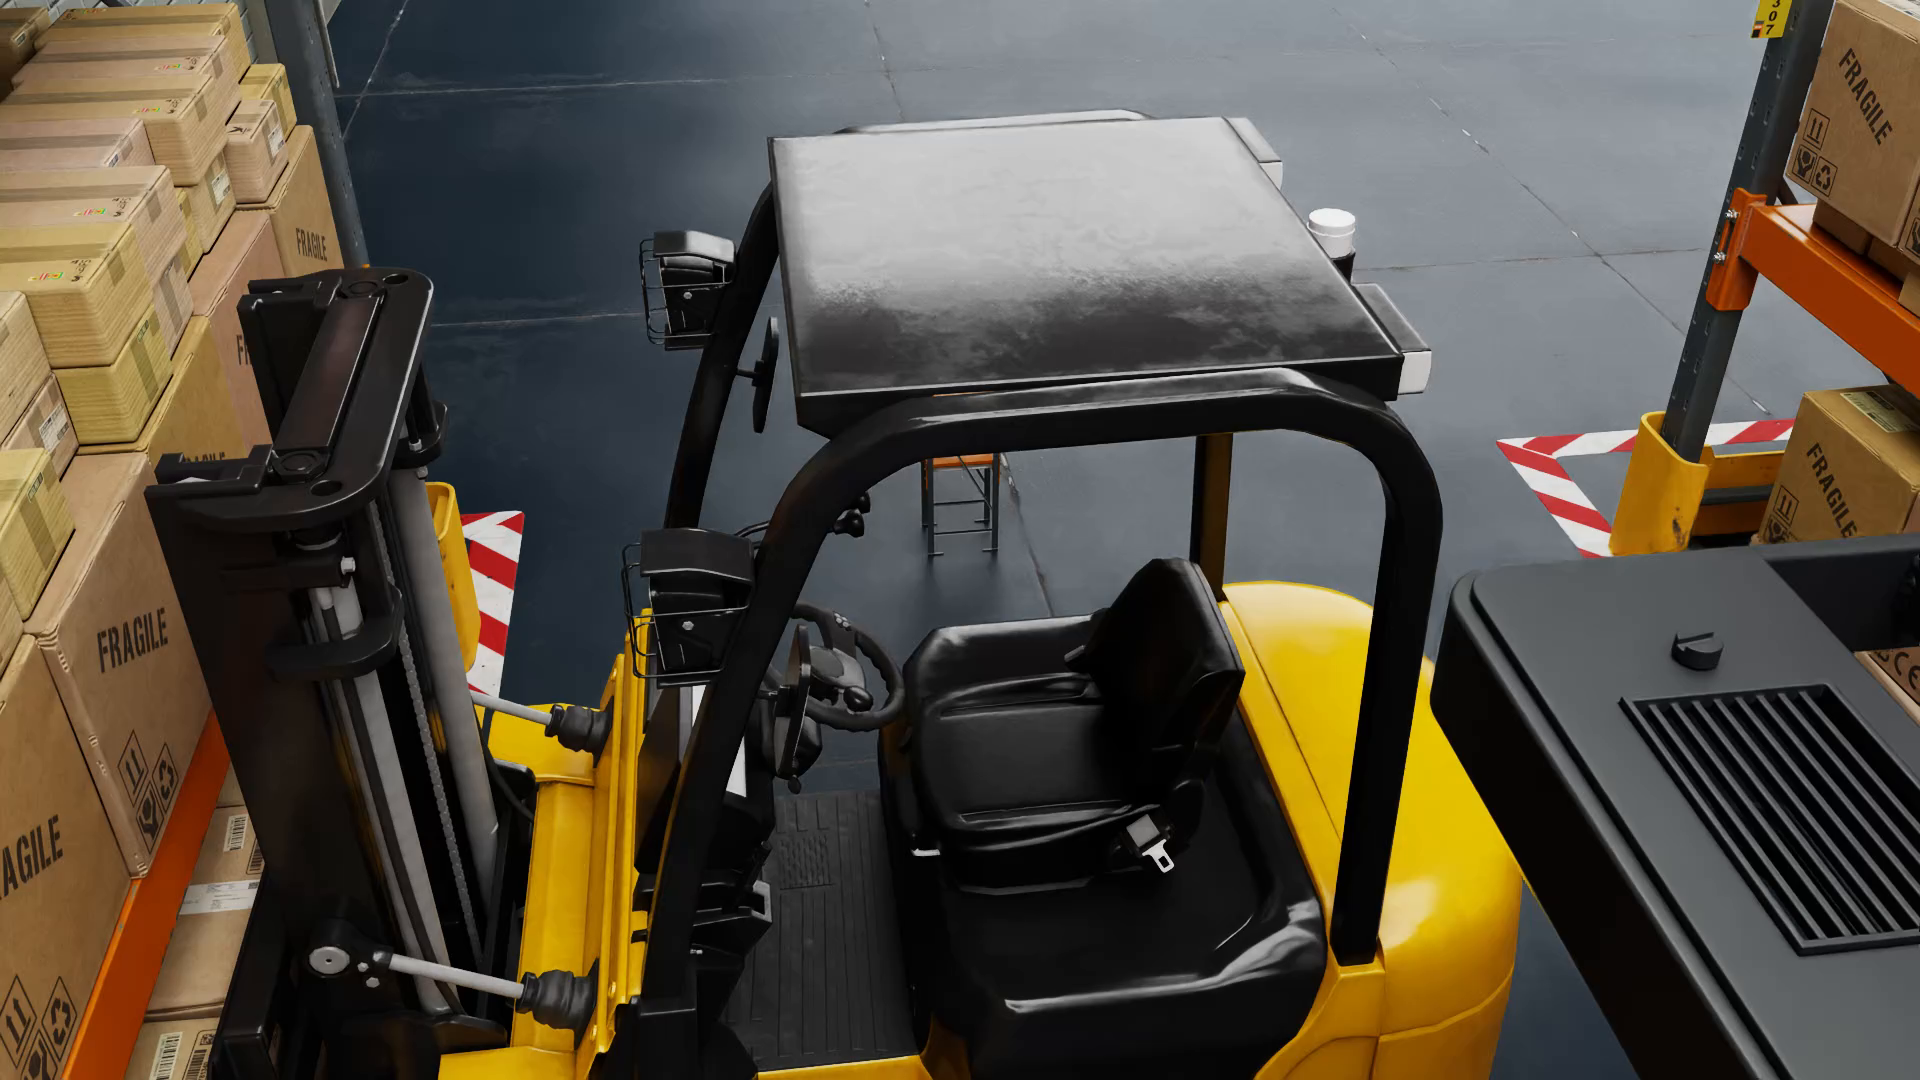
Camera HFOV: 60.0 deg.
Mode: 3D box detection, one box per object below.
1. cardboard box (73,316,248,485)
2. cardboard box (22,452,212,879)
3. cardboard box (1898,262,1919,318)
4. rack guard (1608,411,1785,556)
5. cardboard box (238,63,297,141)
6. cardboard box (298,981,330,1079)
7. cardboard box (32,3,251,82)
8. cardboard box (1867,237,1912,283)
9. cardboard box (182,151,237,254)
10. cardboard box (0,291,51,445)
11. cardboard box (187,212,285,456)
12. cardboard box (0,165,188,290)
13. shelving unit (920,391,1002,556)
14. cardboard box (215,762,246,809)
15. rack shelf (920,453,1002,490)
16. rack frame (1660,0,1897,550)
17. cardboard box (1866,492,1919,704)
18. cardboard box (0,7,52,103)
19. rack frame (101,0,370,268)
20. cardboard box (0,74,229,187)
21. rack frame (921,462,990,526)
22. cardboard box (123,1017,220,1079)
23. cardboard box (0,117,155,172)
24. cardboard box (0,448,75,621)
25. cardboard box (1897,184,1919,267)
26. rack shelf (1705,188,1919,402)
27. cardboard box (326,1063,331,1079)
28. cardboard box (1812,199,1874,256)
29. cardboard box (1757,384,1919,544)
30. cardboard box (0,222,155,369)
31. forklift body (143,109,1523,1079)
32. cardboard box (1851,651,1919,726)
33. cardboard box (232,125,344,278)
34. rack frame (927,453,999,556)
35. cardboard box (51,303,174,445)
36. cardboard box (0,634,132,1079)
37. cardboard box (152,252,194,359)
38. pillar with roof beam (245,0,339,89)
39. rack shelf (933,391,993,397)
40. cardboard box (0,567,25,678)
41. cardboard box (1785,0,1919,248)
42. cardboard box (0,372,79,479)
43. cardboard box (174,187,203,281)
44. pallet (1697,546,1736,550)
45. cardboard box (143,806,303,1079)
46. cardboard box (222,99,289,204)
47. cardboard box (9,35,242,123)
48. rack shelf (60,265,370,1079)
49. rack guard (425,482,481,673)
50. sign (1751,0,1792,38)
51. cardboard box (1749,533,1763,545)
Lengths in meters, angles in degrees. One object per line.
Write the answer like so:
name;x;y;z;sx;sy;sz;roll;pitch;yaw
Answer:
cardboard box;-1.650;-0.066;3.095;0.500;0.500;0.500;-5;35;-7
cardboard box;-1.571;0.213;2.685;0.500;0.500;0.500;-4;34;-6
cardboard box;2.656;-0.631;4.235;0.380;0.149;0.250;-5;35;-8
rack guard;2.822;-0.159;5.539;1.175;0.500;0.348;-4;35;-6
cardboard box;-1.782;-0.993;3.879;0.380;0.149;0.250;-4;34;-6
cardboard box;-1.520;0.995;3.251;0.500;0.250;0.500;-4;35;-7
cardboard box;-1.849;-1.104;3.778;0.380;0.149;0.250;-4;35;-6
cardboard box;2.701;-0.785;4.461;0.380;0.149;0.250;-4;34;-6
cardboard box;-1.744;-0.703;3.454;0.380;0.149;0.250;-4;34;-5
cardboard box;-1.637;-0.249;2.523;0.380;0.149;0.250;-4;34;-6
cardboard box;-1.719;-0.352;3.515;0.500;0.500;0.500;-3;34;-5
cardboard box;-1.618;-0.544;2.955;0.380;0.149;0.250;-4;34;-5
shelving unit;-0.002;-0.504;5.424;0.258;1.200;0.189;-4;35;-6
cardboard box;-1.583;0.492;3.545;0.500;0.250;0.500;-4;34;-6
rack shelf;-0.002;-0.269;5.584;0.258;0.103;0.180;-4;35;-6
rack frame;2.812;-1.234;4.897;1.000;3.000;0.127;-4;35;-6
cardboard box;2.725;0.195;4.204;0.500;0.500;0.500;-6;35;-8
cardboard box;-2.273;-1.085;3.749;0.380;0.149;0.250;-5;35;-7
rack frame;-2.106;-0.856;4.342;1.000;3.000;0.127;-4;35;-6
cardboard box;-1.723;-0.825;3.368;0.380;0.149;0.250;-4;34;-5
rack frame;-0.014;-0.555;5.499;0.240;1.200;0.006;-4;35;-6
cardboard box;-1.459;1.069;2.698;0.500;0.250;0.500;-3;34;-5
cardboard box;-1.763;-0.681;3.156;0.380;0.149;0.250;-4;34;-6
cardboard box;-1.539;0.005;2.415;0.380;0.149;0.250;-5;35;-7
cardboard box;2.674;-0.824;3.943;0.500;0.500;0.500;-3;34;-5
rack shelf;3.081;0.179;3.462;1.077;0.370;4.000;-4;35;-6
cardboard box;-1.522;1.191;3.407;0.500;0.250;0.500;-3;34;-5
cardboard box;2.653;-0.925;4.667;0.380;0.149;0.250;-4;35;-6
cardboard box;2.650;-0.097;4.631;0.500;0.500;0.500;-5;35;-8
cardboard box;-1.578;-0.400;2.744;0.380;0.149;0.250;-4;34;-5
forklift body;-0.043;0.415;3.231;2.313;2.155;1.214;-4;35;-6
cardboard box;2.708;0.485;4.443;0.500;0.250;0.500;-3;34;-5
cardboard box;-1.780;-0.643;3.940;0.500;0.500;0.500;-5;35;-7
rack frame;0.010;-0.453;5.349;0.240;1.200;0.006;-4;35;-6
cardboard box;-1.585;-0.279;2.831;0.380;0.149;0.250;-4;34;-6
cardboard box;-1.525;0.496;2.270;0.500;0.500;0.500;-5;35;-7
cardboard box;-1.639;-0.419;3.036;0.380;0.149;0.250;-5;35;-8
pillar with roof beam;0.553;-6.552;7.374;9.100;9.000;0.400;-4;35;-6
rack shelf;-0.002;-0.467;5.449;0.258;0.103;0.180;-4;35;-6
cardboard box;-1.494;0.153;2.198;0.380;0.149;0.250;-5;35;-8
cardboard box;2.601;-1.113;4.366;0.500;0.500;0.500;-5;35;-7
cardboard box;-1.641;-0.133;2.617;0.380;0.149;0.250;-5;35;-7
cardboard box;-1.722;-0.564;3.249;0.380;0.149;0.250;-5;35;-7
pallet;2.896;0.417;4.951;1.003;0.211;1.213;-4;35;-6
cardboard box;-1.522;0.776;3.129;0.500;0.250;0.500;-5;35;-7
cardboard box;-1.718;-0.853;3.673;0.380;0.149;0.250;-4;34;-6
cardboard box;-1.785;-0.969;3.579;0.380;0.149;0.250;-4;35;-6
rack shelf;-1.837;0.557;2.907;1.077;0.370;4.000;-4;35;-6
rack guard;-2.109;0.164;5.066;1.175;0.500;0.348;-4;35;-6
sign;2.274;-1.551;4.593;0.100;0.325;0.005;-4;35;-6
cardboard box;2.646;0.200;4.862;0.500;0.250;0.500;-5;35;-7
